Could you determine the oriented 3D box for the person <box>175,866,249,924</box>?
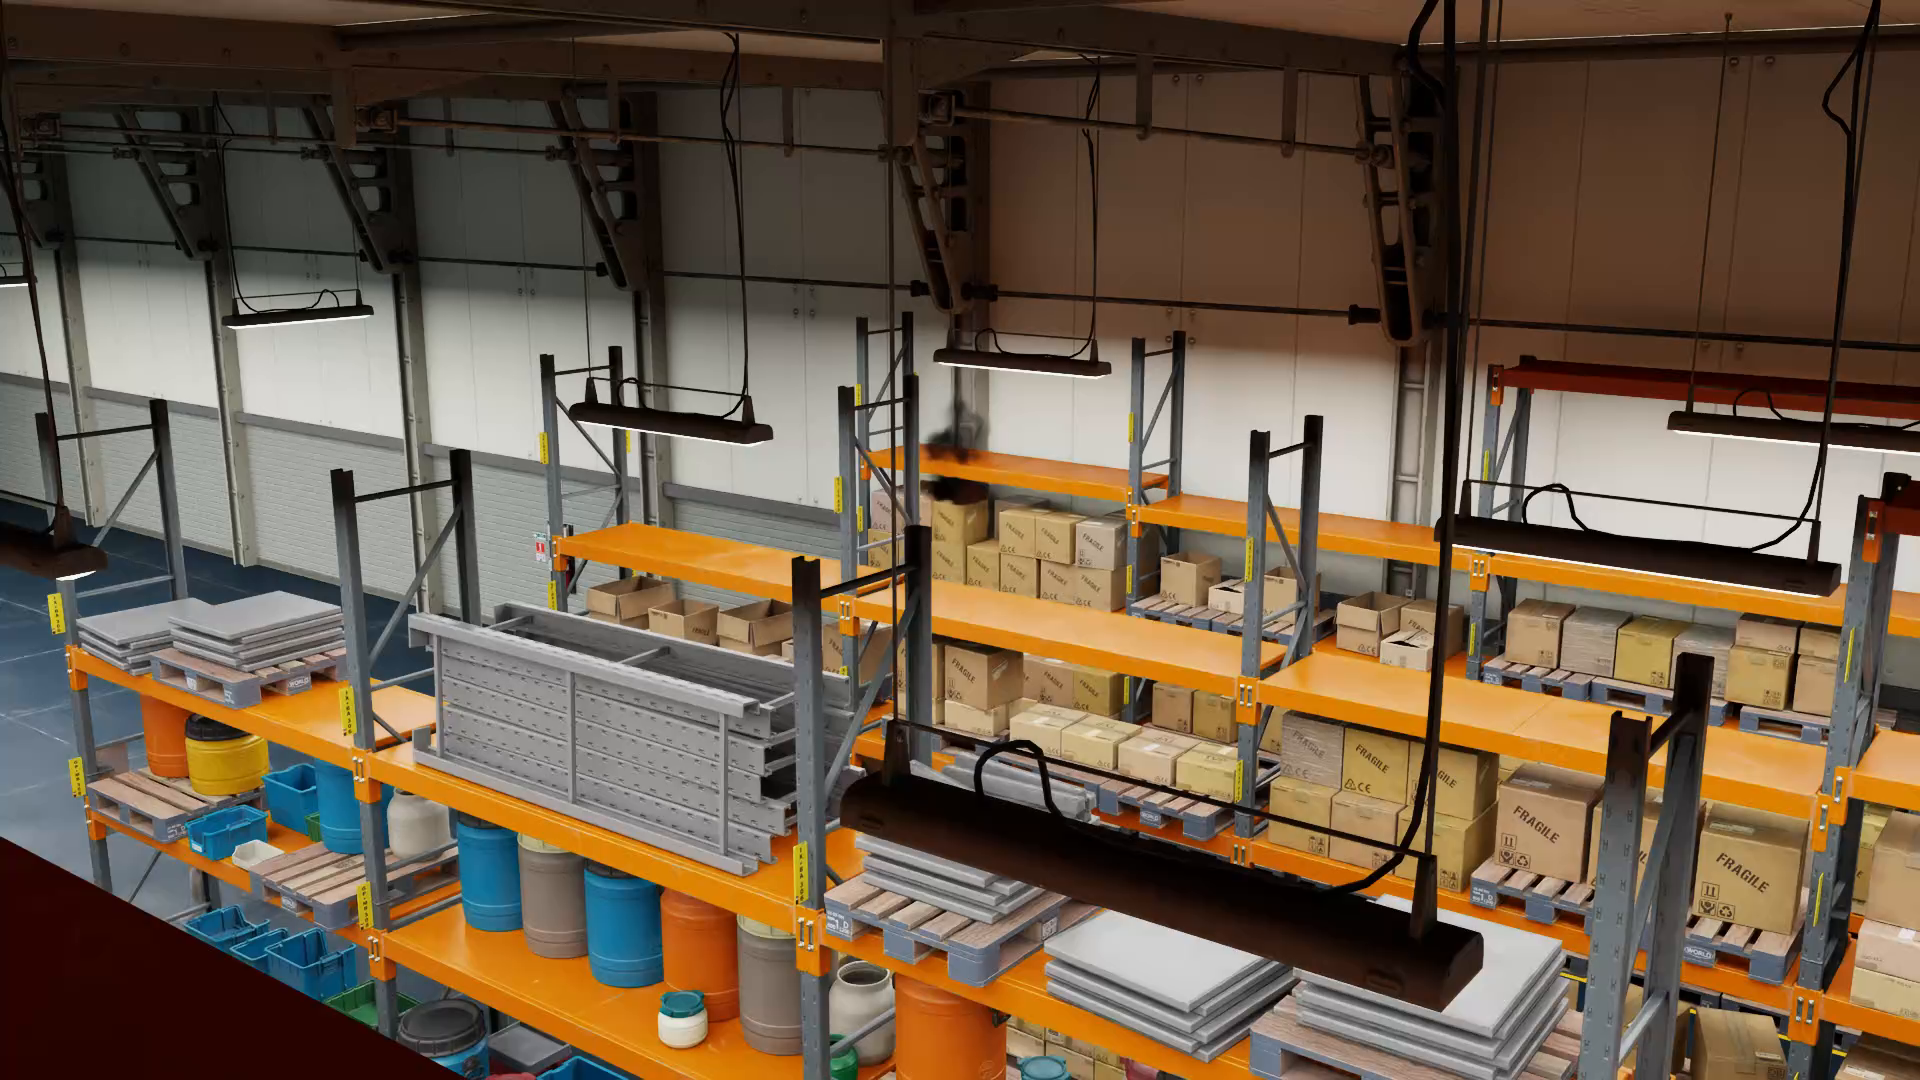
[{"bbox_3d":[-7.966,3.211,17.741,0.900,1.702,0.592,-7,15,-28],"label":"person"}]
